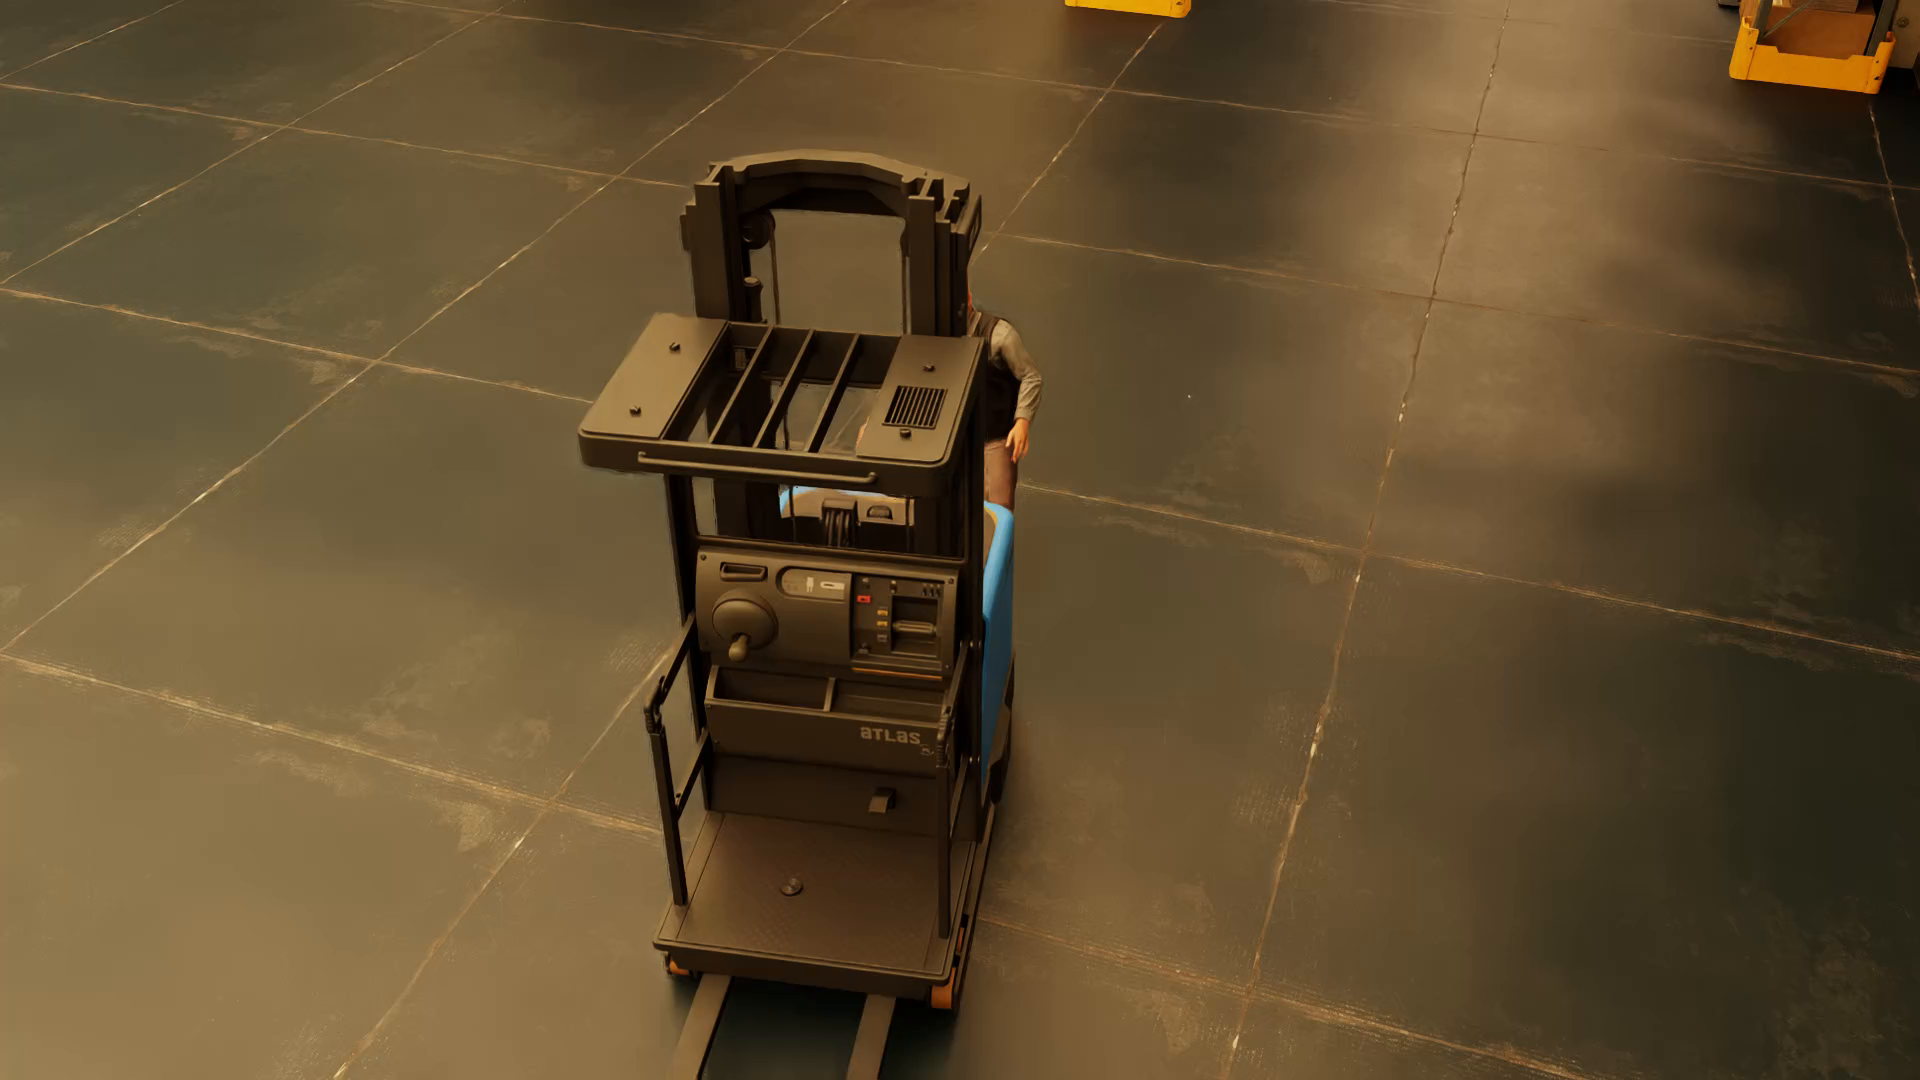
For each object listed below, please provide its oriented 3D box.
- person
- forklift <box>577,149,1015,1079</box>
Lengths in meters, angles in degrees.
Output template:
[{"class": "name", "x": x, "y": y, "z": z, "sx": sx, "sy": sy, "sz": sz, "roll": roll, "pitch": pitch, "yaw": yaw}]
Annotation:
[{"class": "person", "x": -0.035, "y": -0.492, "z": 7.985, "sx": 0.840, "sy": 1.571, "sz": 0.696, "roll": 12, "pitch": 37, "yaw": 17}, {"class": "forklift", "x": -0.502, "y": 0.322, "z": 5.656, "sx": 1.130, "sy": 2.935, "sz": 3.031, "roll": 5, "pitch": 36, "yaw": 7}]
